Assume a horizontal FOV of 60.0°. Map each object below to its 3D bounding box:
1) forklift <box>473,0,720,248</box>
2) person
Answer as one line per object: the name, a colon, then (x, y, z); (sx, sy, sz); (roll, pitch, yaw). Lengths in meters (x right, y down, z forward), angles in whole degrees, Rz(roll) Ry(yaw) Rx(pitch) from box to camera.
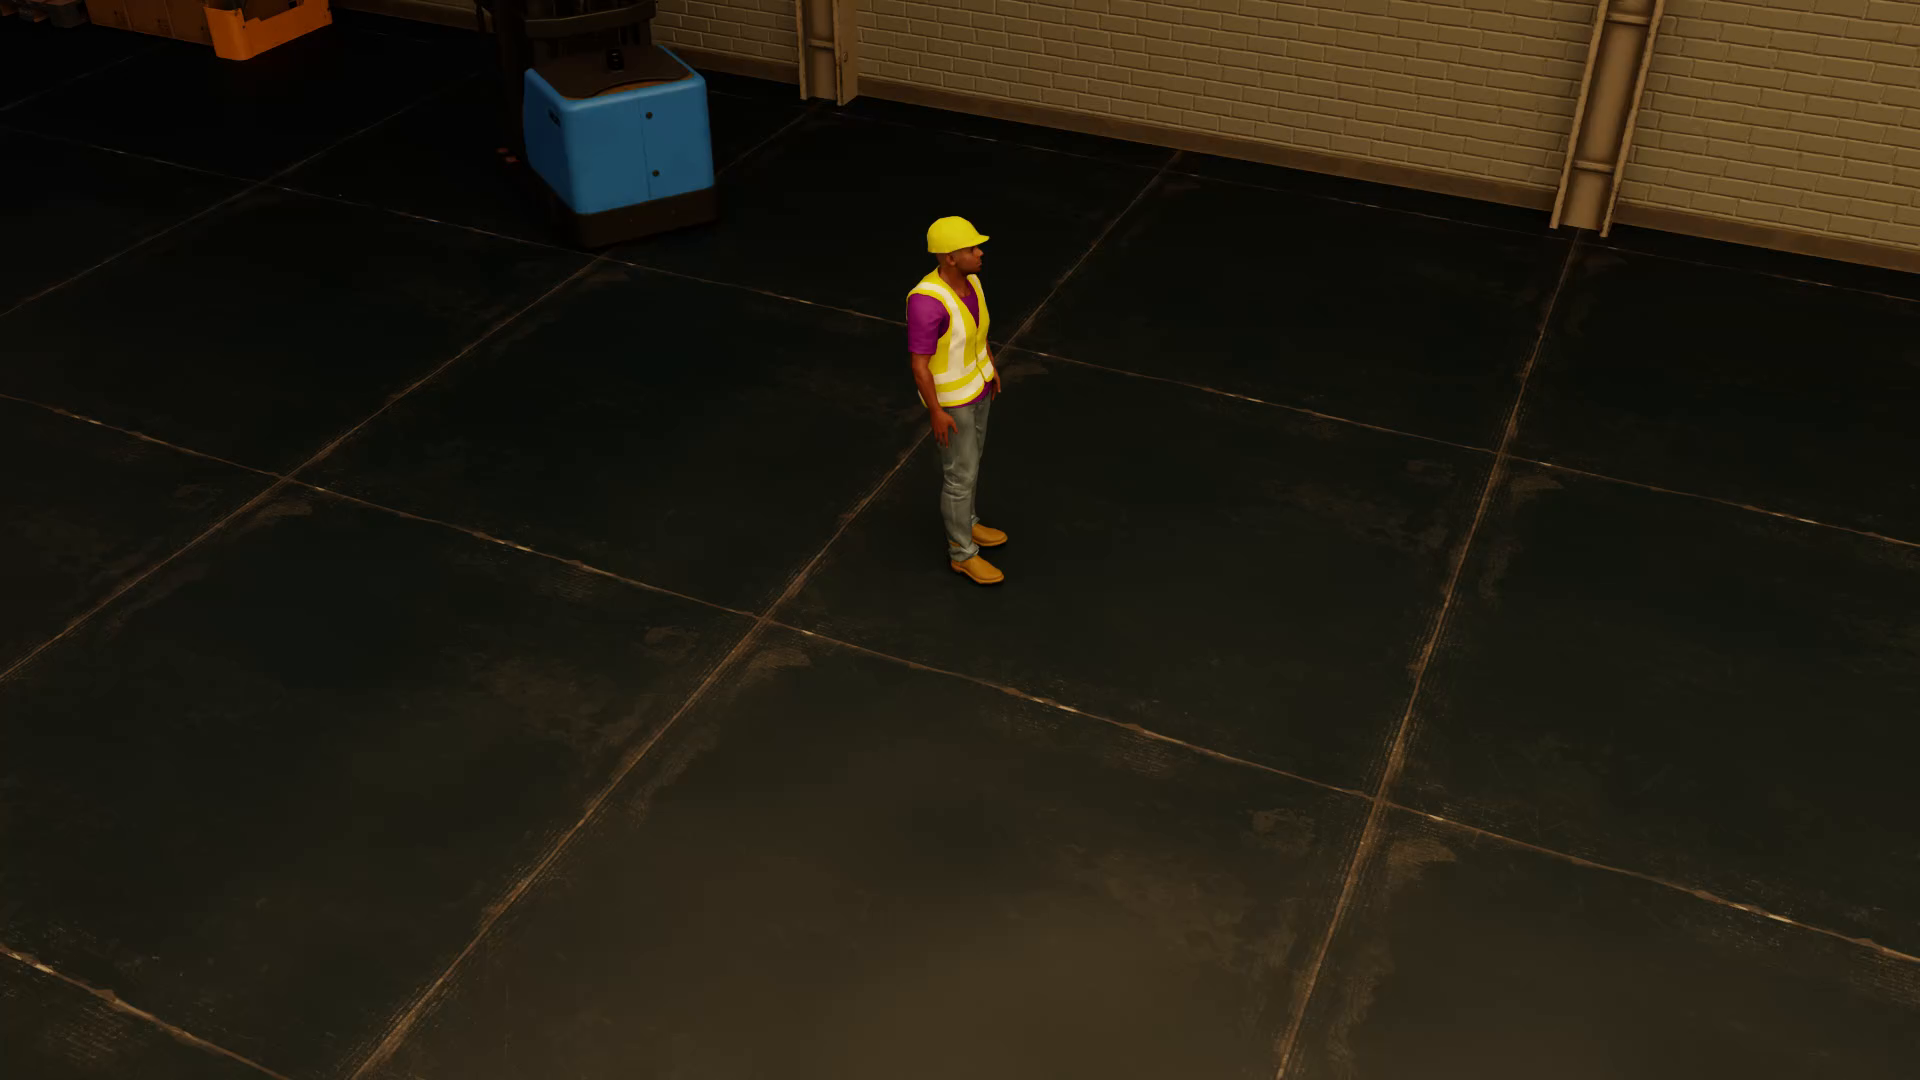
forklift: (-2.859, -4.000, 11.695); (1.130, 2.935, 3.031); (-19, 40, -24)
person: (0.061, -0.705, 8.065); (0.575, 1.768, 0.665); (15, 38, 20)
